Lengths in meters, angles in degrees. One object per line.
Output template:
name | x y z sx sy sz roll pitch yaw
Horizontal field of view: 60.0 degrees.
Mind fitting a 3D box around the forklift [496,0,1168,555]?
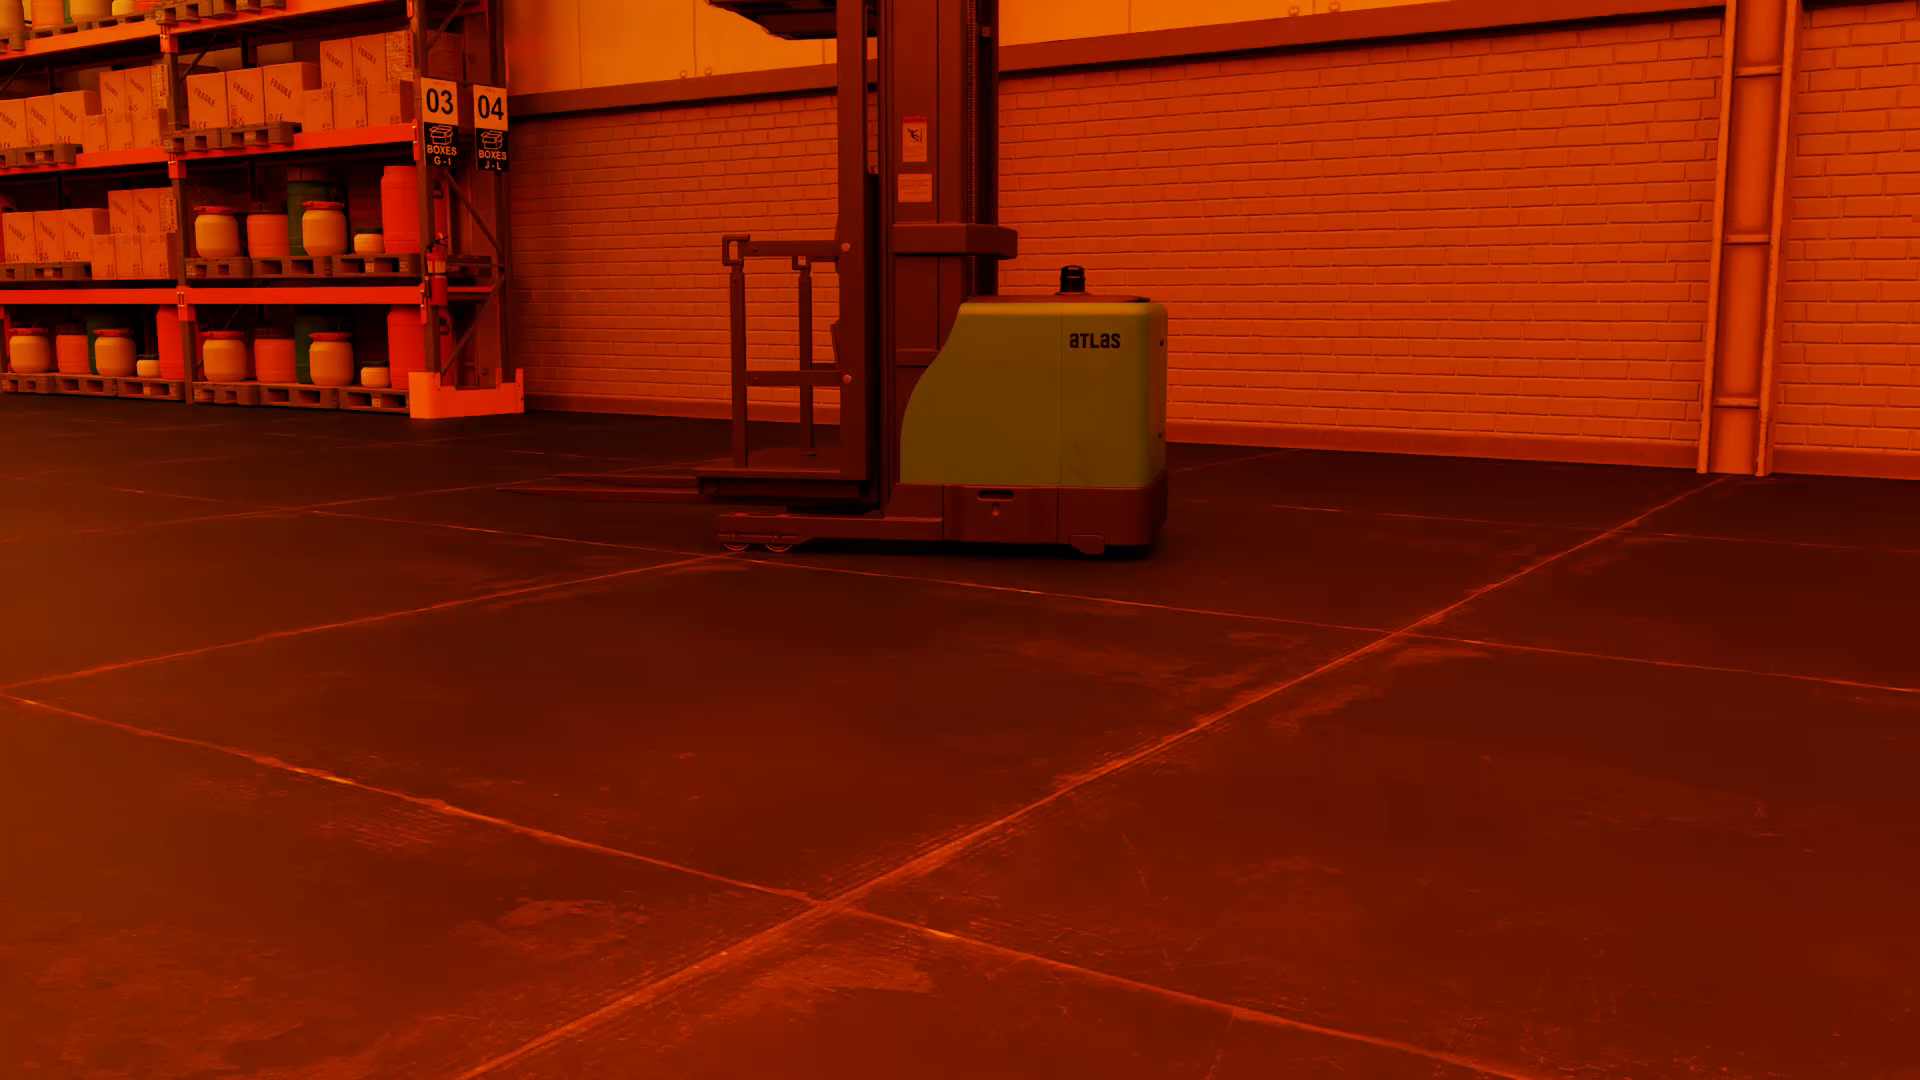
forklift | -0.596 -1.469 7.520 3.031 2.935 1.130 2 8 12
